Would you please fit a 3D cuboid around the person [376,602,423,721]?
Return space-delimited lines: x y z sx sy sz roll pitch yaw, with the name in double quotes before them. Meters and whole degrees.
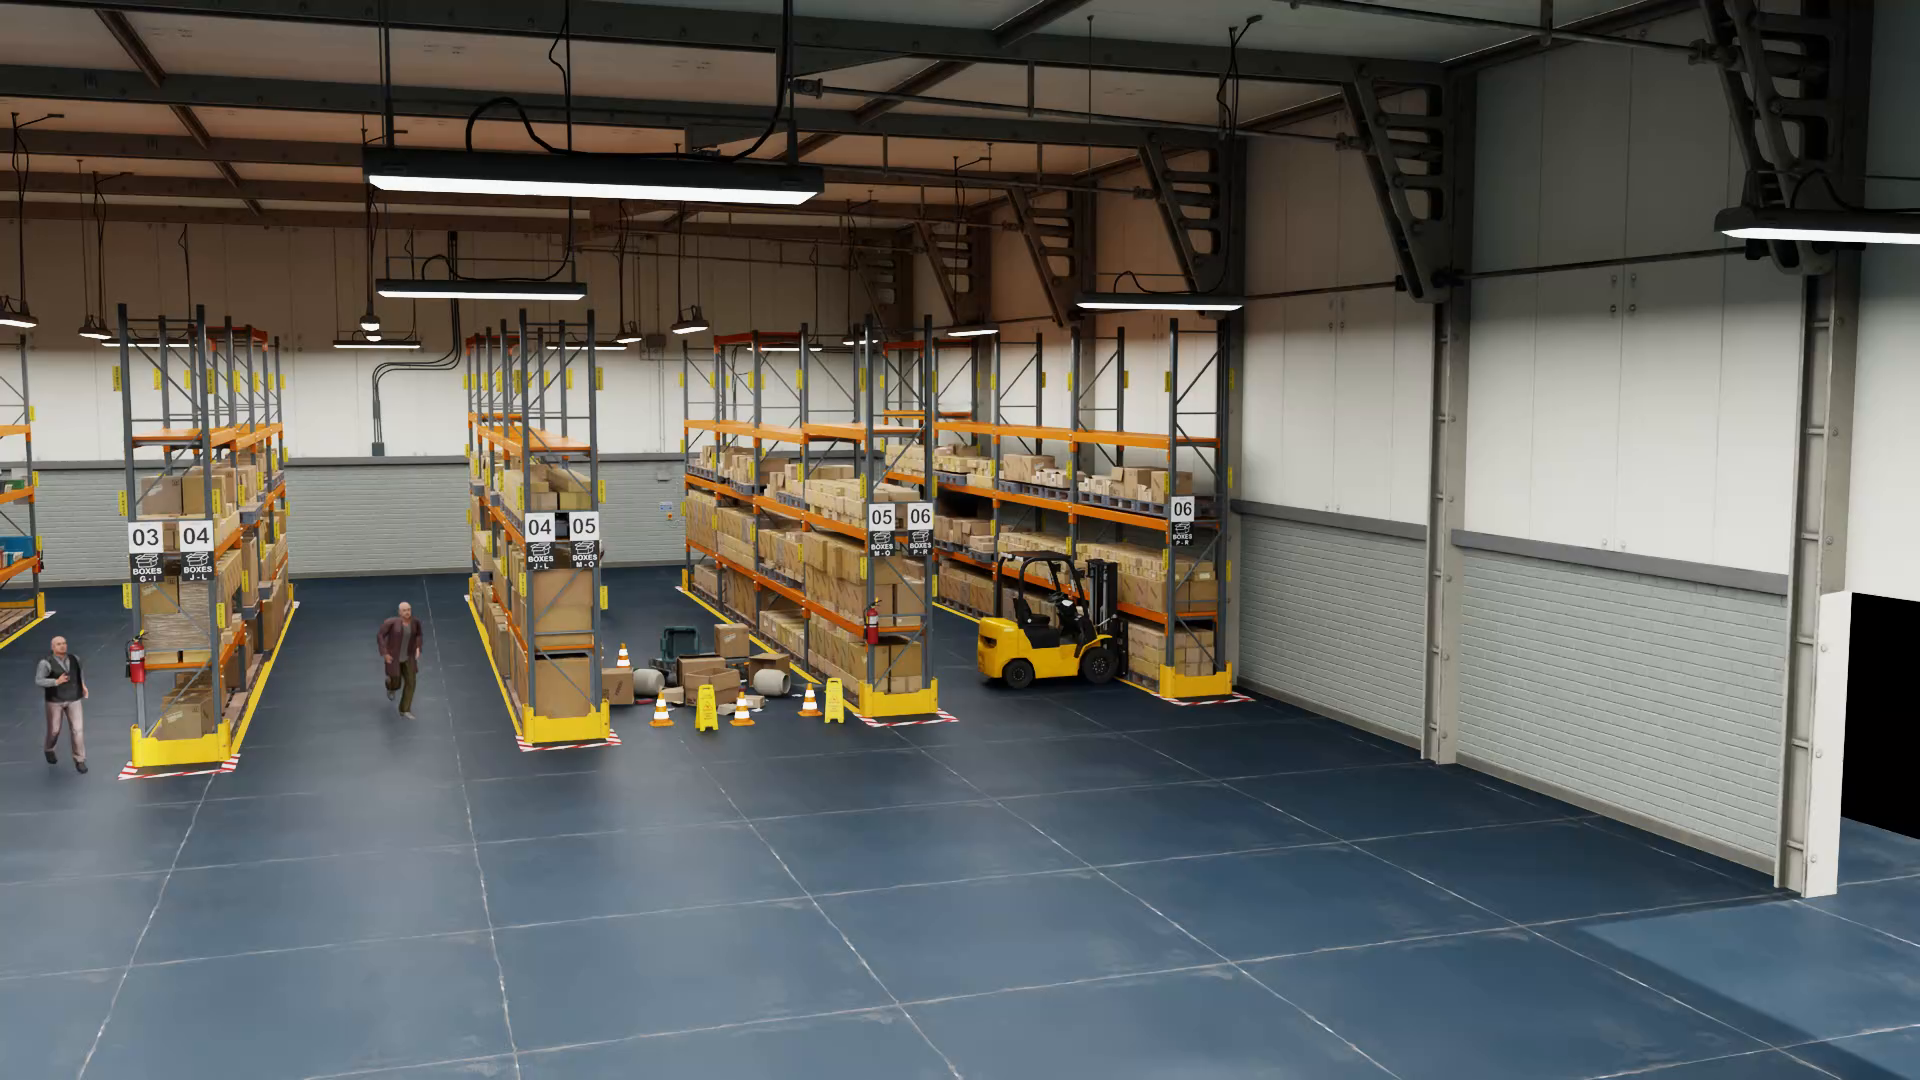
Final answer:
"person" -8.406 1.836 24.977 0.718 1.671 0.938 -4 7 -37

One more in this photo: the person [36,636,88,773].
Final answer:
"person" -11.535 2.093 21.397 0.651 1.719 0.957 -5 8 -45

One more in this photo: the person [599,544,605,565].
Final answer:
"person" -8.353 0.579 37.324 0.656 1.741 0.629 -2 6 -24
